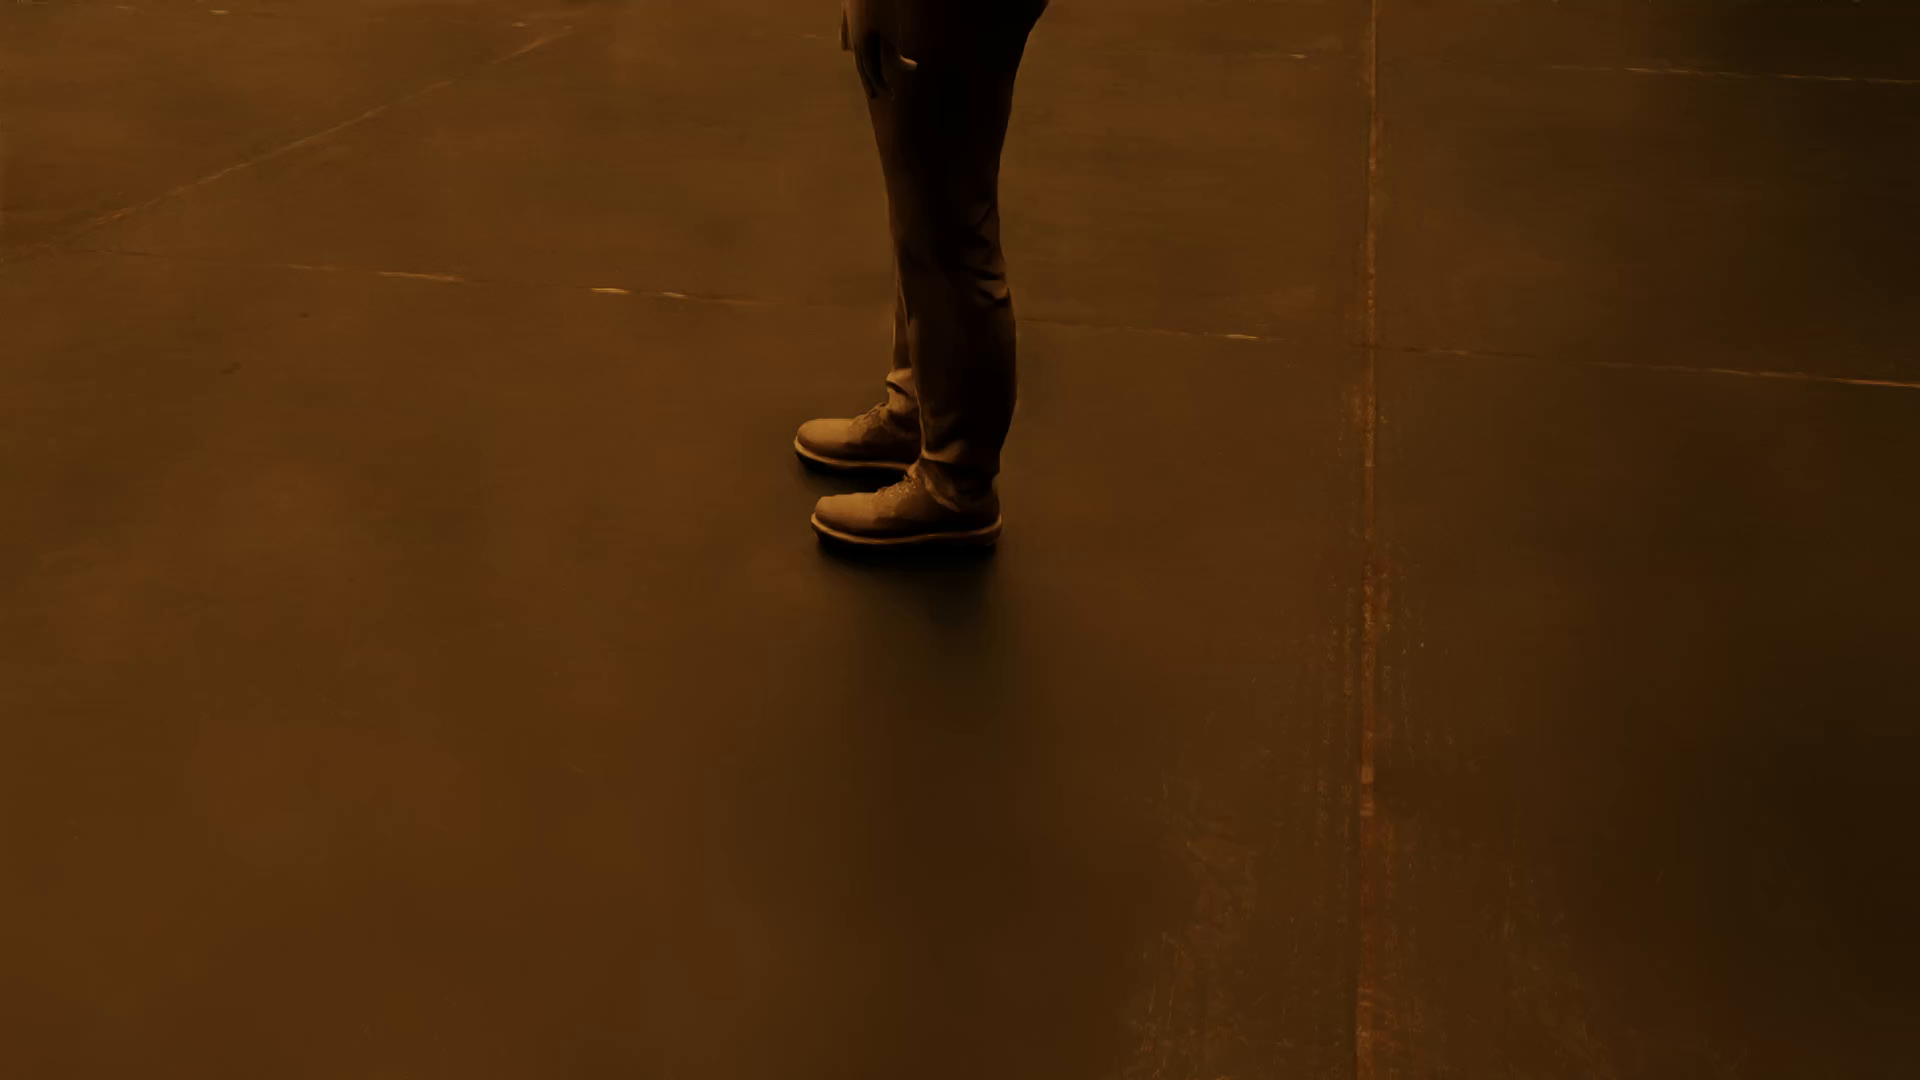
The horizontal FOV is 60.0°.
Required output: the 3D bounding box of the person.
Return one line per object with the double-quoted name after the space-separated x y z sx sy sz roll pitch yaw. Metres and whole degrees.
-0.065 -0.773 2.134 0.533 1.695 0.586 6 27 11 "person"
